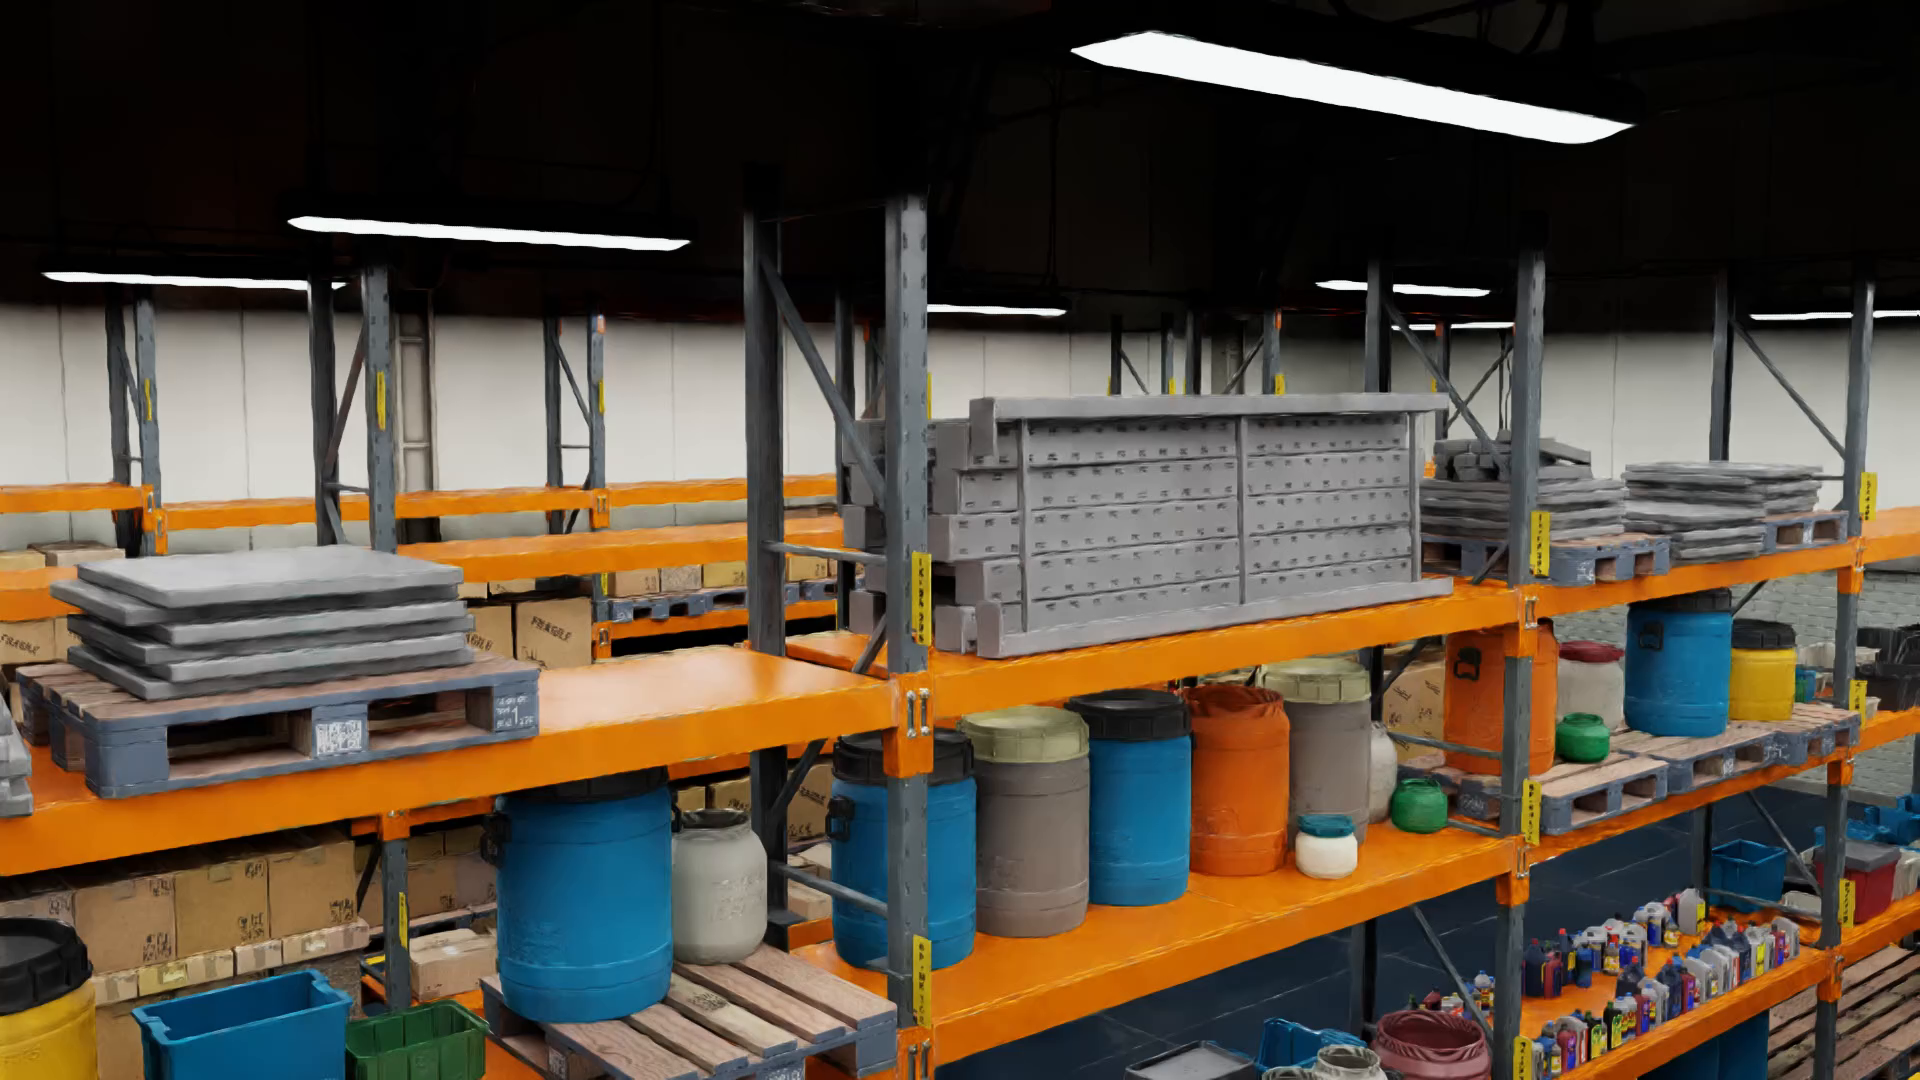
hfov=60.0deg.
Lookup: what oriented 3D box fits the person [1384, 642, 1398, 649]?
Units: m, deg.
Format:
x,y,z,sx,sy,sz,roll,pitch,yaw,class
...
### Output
x,y,z,sx,sy,sz,roll,pitch,yaw,class
5.925,2.124,22.764,1.043,1.716,0.589,-5,7,-41,person
